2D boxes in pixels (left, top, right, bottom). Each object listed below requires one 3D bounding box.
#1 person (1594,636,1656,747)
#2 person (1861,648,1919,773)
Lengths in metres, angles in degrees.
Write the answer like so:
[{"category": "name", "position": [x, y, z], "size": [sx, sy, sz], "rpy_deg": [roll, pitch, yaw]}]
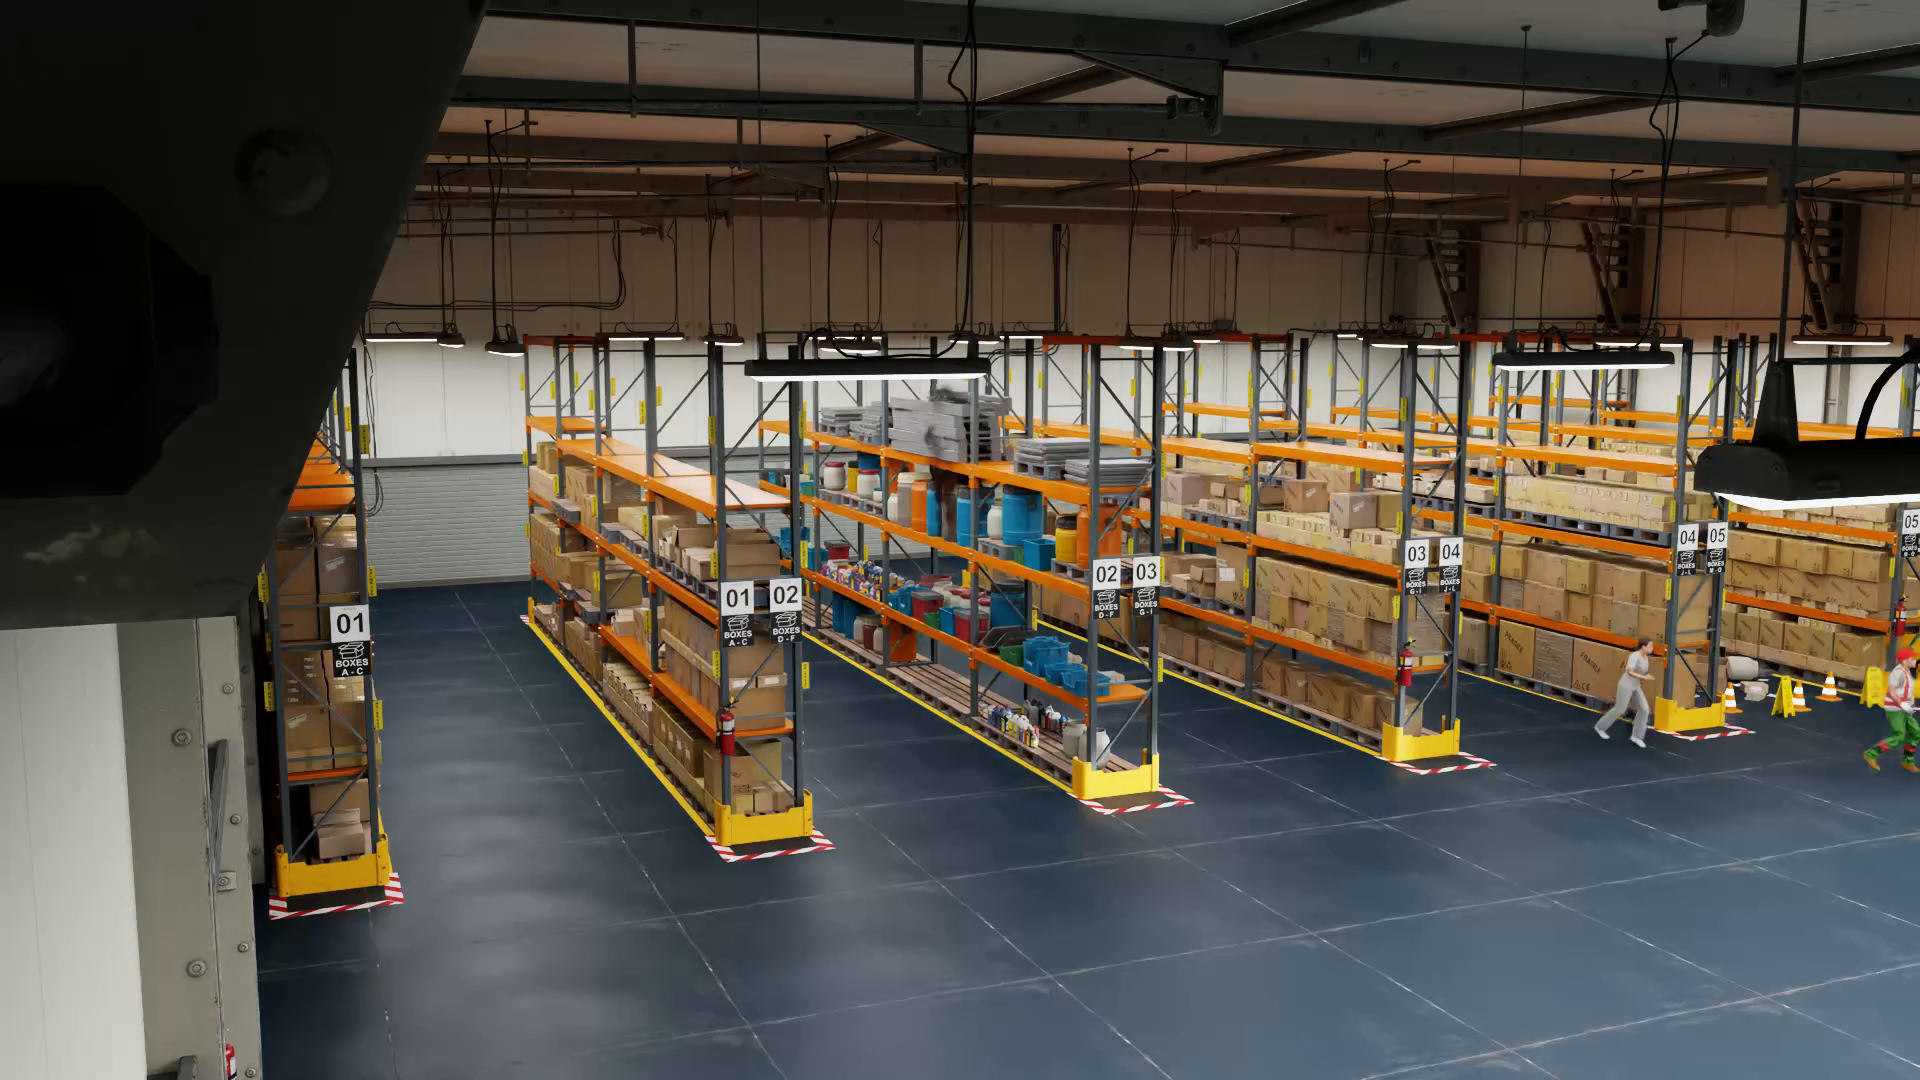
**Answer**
[{"category": "person", "position": [10.009, 2.250, 24.918], "size": [0.624, 1.695, 0.848], "rpy_deg": [-7, 10, -43]}, {"category": "person", "position": [13.105, 2.397, 23.260], "size": [0.732, 1.778, 0.885], "rpy_deg": [5, 9, 34]}]
